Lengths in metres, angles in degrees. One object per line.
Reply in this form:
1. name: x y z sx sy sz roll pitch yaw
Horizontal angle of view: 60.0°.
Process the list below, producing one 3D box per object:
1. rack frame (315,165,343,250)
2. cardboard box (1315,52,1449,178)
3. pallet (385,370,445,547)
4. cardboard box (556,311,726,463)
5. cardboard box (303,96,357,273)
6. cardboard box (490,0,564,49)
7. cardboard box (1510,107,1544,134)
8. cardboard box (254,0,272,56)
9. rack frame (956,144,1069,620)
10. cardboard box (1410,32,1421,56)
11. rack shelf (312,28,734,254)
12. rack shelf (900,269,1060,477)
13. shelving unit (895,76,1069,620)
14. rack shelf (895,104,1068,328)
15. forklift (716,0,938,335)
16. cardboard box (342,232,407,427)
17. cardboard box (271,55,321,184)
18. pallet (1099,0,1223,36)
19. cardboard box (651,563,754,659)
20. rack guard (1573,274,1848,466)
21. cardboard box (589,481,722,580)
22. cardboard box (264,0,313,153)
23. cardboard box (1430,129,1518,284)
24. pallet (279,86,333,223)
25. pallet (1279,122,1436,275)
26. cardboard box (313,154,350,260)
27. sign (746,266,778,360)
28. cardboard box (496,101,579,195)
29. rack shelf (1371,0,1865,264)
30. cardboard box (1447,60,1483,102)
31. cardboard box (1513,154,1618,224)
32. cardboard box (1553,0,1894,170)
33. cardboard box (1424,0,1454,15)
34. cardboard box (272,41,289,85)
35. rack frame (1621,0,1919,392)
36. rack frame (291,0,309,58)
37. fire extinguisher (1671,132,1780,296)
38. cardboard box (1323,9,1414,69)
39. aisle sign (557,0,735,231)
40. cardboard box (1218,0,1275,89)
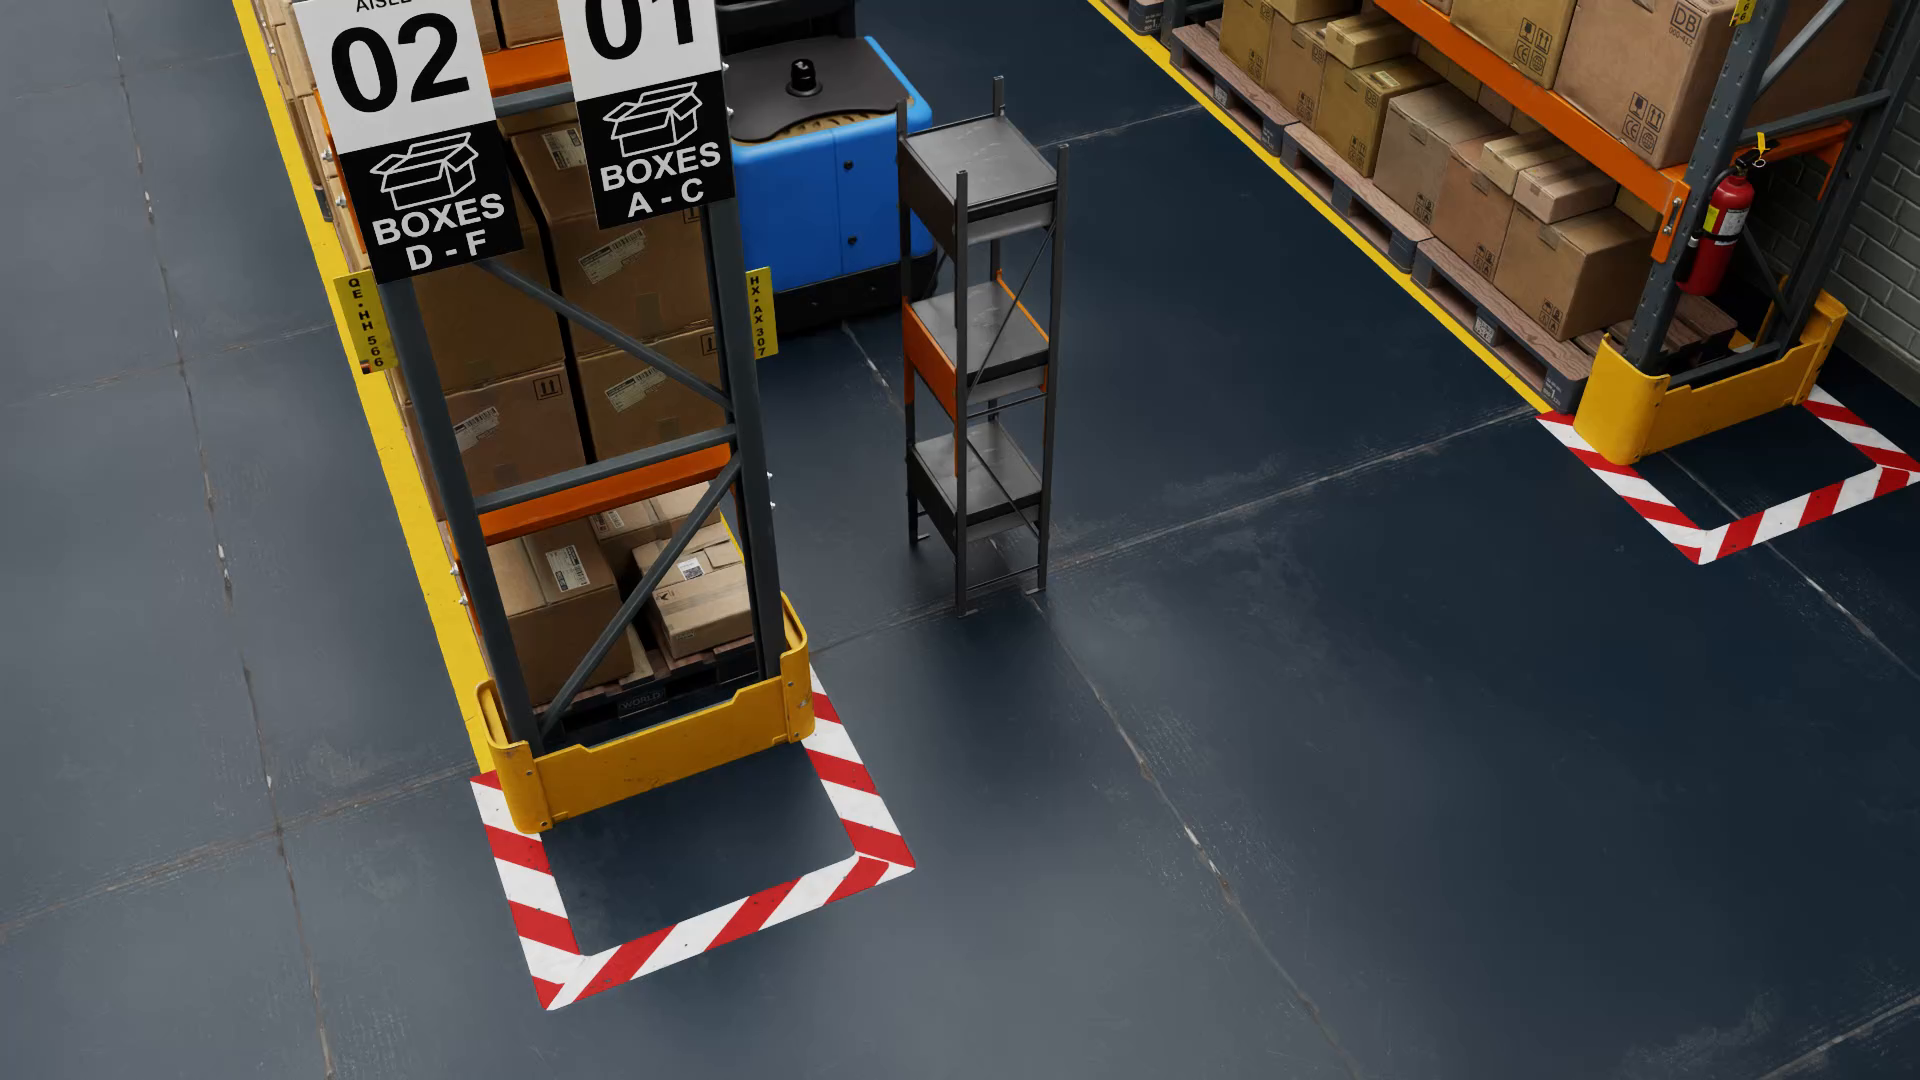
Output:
1. rack frame: -2.787 -2.766 7.787 1.000 3.000 0.127 -18 47 -17
2. cardboard box: 2.349 -2.336 8.831 0.700 0.500 0.500 -17 47 -16
3. pallet: -1.982 -0.557 7.533 1.003 0.211 1.213 -18 47 -17
4. cardboard box: -1.052 -0.614 5.534 0.500 0.500 0.500 -17 47 -17
5. cardboard box: -1.755 -1.133 5.348 0.500 0.500 0.500 -17 47 -16
6. cardboard box: -1.090 -1.634 4.611 0.500 0.250 0.500 -18 47 -17
7. cardboard box: 2.918 -2.051 8.081 0.380 0.149 0.250 -18 47 -17
8. cardboard box: -3.665 -2.900 9.389 0.500 0.500 0.500 -17 47 -17
9. rack frame: 0.172 -0.486 6.117 0.400 2.100 0.015 -18 47 -17
10. cardboard box: 2.487 -2.702 8.741 0.380 0.149 0.250 -18 47 -17
11. rack shelf: -1.946 -2.304 5.694 1.077 0.370 4.000 -18 47 -17
12. rack shelf: 0.070 -0.632 6.284 0.431 0.518 0.480 -18 47 -17
13. shelving unit: 0.070 -0.642 6.274 0.431 2.100 0.503 -18 47 -17
14. rack shelf: 0.070 -1.130 5.792 0.431 0.518 0.480 -18 47 -17
15. forklift: -1.168 -3.055 8.128 1.130 2.935 3.031 -17 47 -17
16. cardboard box: -1.762 -0.788 5.710 0.500 0.500 0.500 -18 47 -17
17. cardboard box: -3.254 -2.263 8.743 0.500 0.500 0.500 -18 47 -18
18. pallet: 1.313 -3.709 10.727 1.003 0.211 1.213 -18 47 -17
19. cardboard box: -0.969 0.272 6.424 0.380 0.149 0.250 -18 47 -17
20. rack guard: 3.398 -0.778 7.551 1.175 0.500 0.348 -18 47 -17
21. cardboard box: -1.287 -0.144 6.774 0.500 0.250 0.500 -18 47 -17
22. cardboard box: -2.193 -1.789 6.014 0.500 0.500 0.500 -17 47 -16
23. cardboard box: 2.792 -1.678 8.164 0.700 0.500 0.500 -18 47 -18
24. pallet: -3.163 -2.281 9.280 1.003 0.211 1.213 -18 47 -17
25. pallet: 2.472 -1.953 8.948 1.003 0.211 1.213 -18 47 -17
26. cardboard box: -2.178 -1.428 6.360 0.500 0.500 0.500 -19 48 -18
27. sign: -0.613 -0.686 5.062 0.100 0.325 0.005 -18 47 -17
28. cardboard box: -1.279 -1.300 5.518 0.500 0.500 0.500 -18 47 -17
29. rack shelf: 2.547 -2.701 8.233 1.077 0.370 4.000 -18 47 -17
30. cardboard box: 2.702 -2.377 8.411 0.380 0.149 0.250 -18 47 -17
31. cardboard box: 2.783 -1.618 7.642 0.380 0.149 0.250 -19 48 -18
32. cardboard box: 3.164 -2.111 6.910 0.980 0.700 0.700 -16 47 -16
33. cardboard box: 2.536 -3.060 7.871 0.980 0.700 0.700 -20 48 -19
34. cardboard box: -2.820 -2.397 7.341 0.500 0.500 0.500 -17 47 -16
35. rack frame: 3.388 -1.683 6.689 1.000 3.000 0.127 -18 47 -17
36. rack frame: -1.105 -2.353 3.096 1.000 3.000 0.127 -18 47 -17
37. fire extinguisher: 3.033 -1.290 6.611 0.296 0.674 0.183 -18 47 -17
38. cardboard box: 2.125 -2.611 8.648 0.380 0.149 0.250 -19 48 -19
39. aisle sign: -0.810 -1.186 4.334 0.394 0.787 0.004 -18 47 -17
40. cardboard box: 1.927 -2.985 9.489 0.700 0.500 0.500 -17 47 -17
